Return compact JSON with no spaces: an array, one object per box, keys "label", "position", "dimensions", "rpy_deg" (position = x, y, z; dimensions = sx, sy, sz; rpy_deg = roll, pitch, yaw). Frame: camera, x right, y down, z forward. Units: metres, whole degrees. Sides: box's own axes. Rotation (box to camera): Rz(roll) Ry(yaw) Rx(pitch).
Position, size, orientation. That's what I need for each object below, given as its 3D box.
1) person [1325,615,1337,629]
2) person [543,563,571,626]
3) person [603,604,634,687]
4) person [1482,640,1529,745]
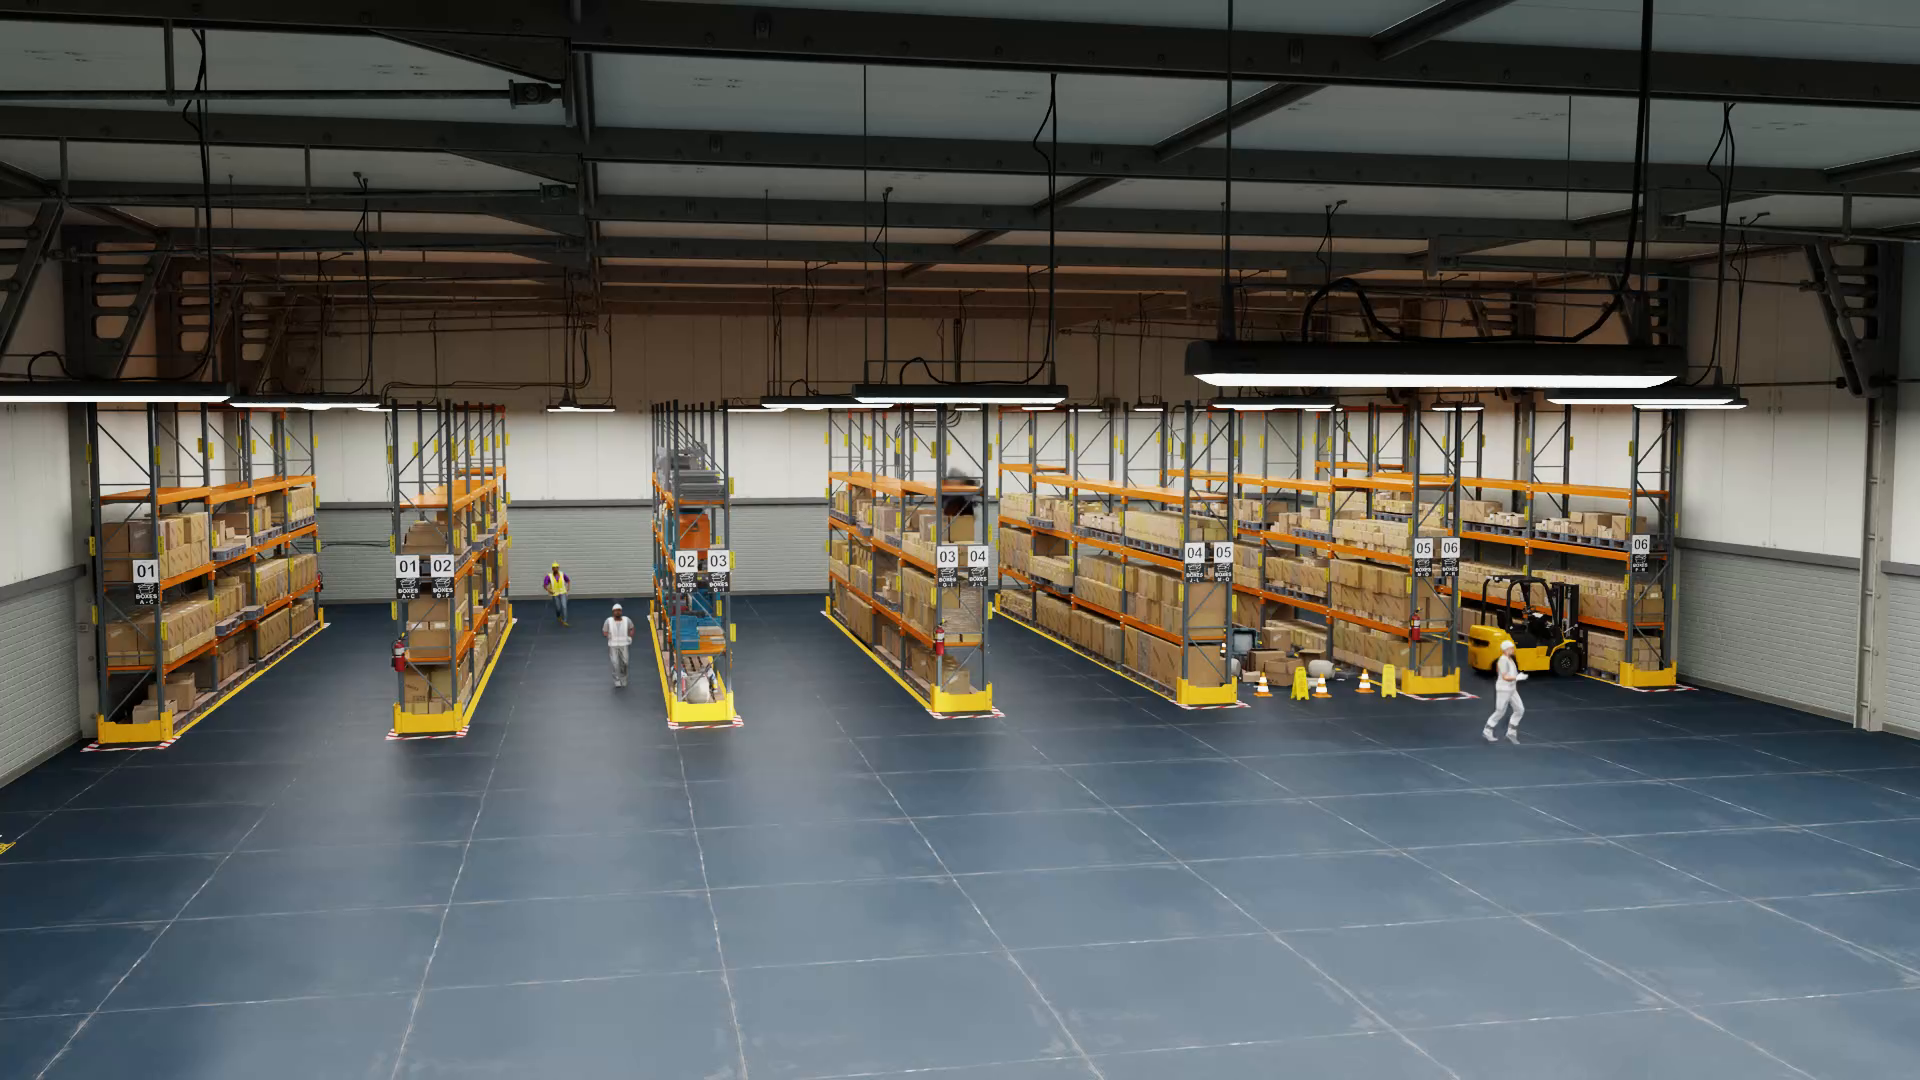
[{"label":"person","position":[9.540,1.641,42.581],"dimensions":[0.669,1.704,0.960],"rpy_deg":[-1,4,-16]},{"label":"person","position":[-10.933,1.473,45.173],"dimensions":[0.746,1.703,0.659],"rpy_deg":[-2,5,-24]},{"label":"person","position":[-7.124,2.218,34.742],"dimensions":[0.664,1.745,0.621],"rpy_deg":[-1,4,-13]},{"label":"person","position":[9.471,2.659,28.816],"dimensions":[0.776,1.852,0.665],"rpy_deg":[3,5,36]}]
